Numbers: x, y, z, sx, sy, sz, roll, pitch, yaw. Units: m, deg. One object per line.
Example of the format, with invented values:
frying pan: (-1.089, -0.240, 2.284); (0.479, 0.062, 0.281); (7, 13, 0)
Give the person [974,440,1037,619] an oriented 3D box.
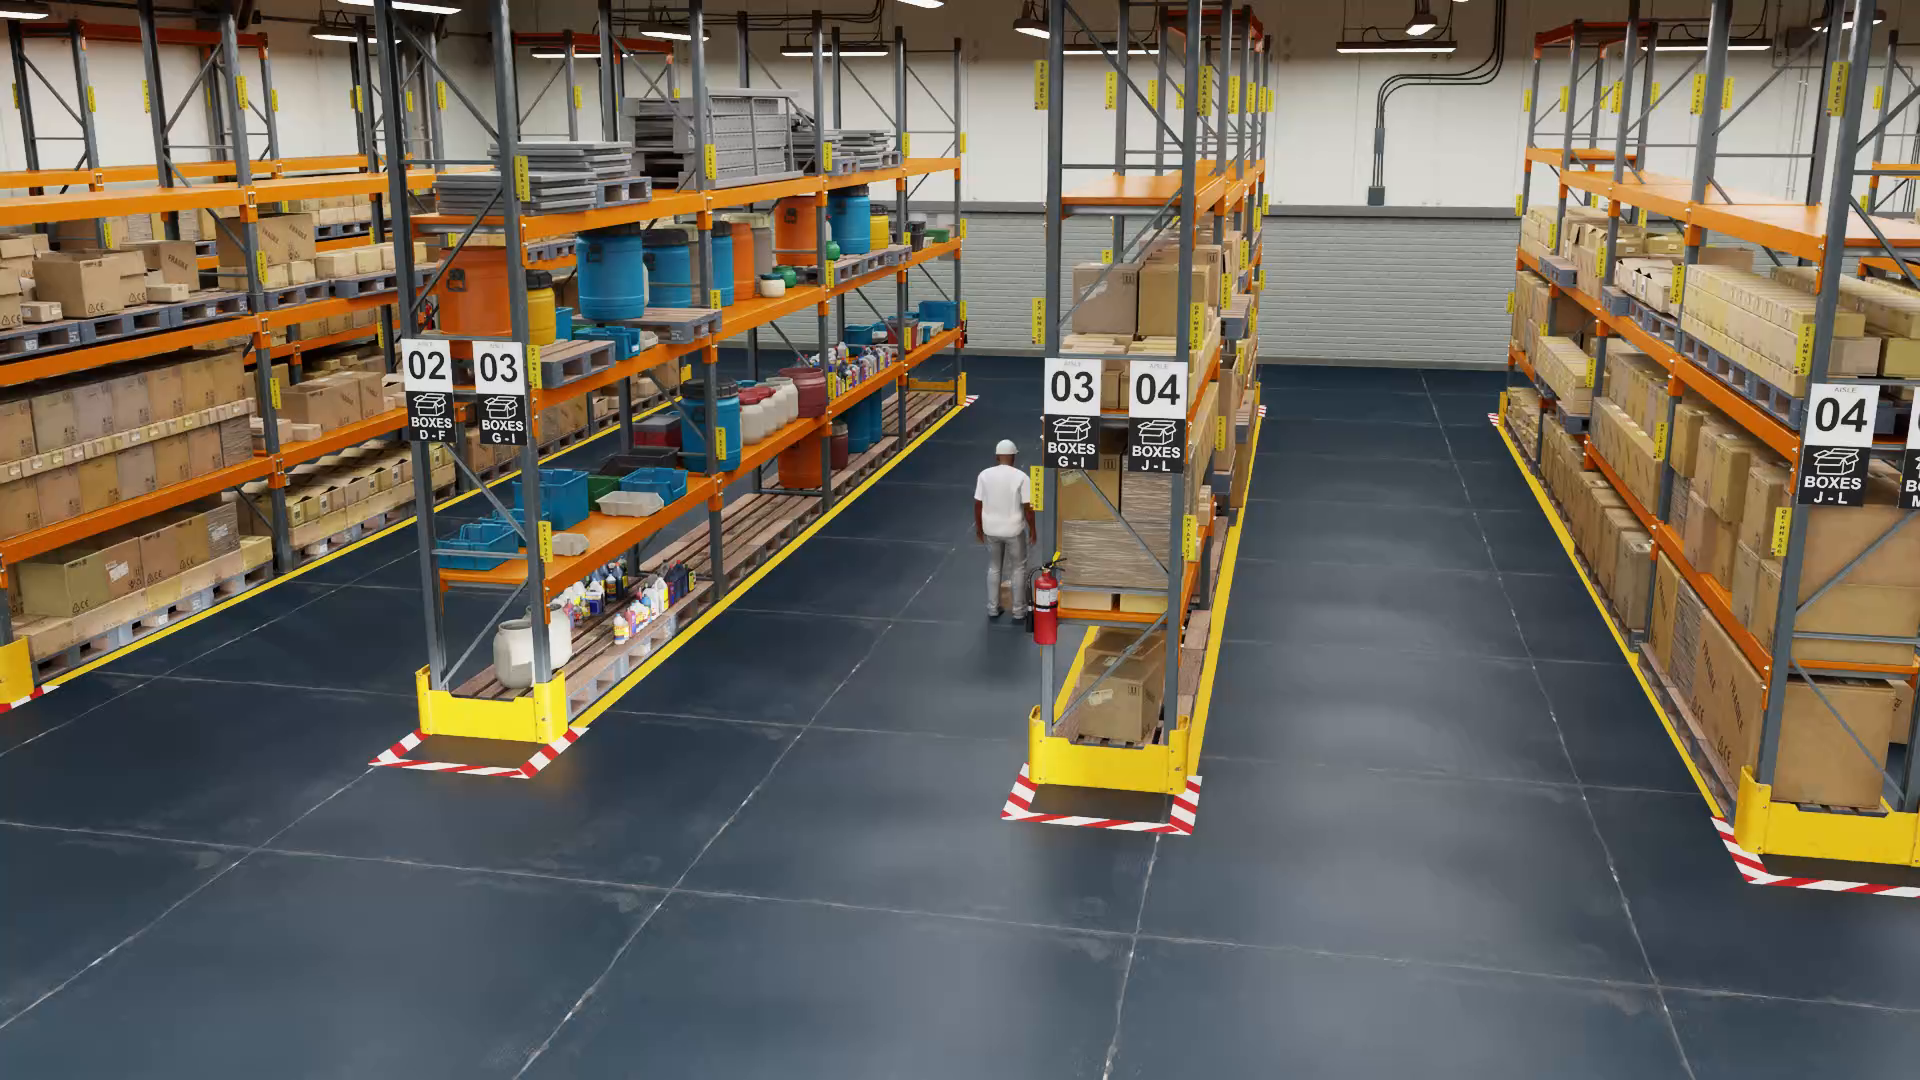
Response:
person: (0.453, -0.111, 16.405); (0.631, 1.759, 0.461); (6, 16, 21)
